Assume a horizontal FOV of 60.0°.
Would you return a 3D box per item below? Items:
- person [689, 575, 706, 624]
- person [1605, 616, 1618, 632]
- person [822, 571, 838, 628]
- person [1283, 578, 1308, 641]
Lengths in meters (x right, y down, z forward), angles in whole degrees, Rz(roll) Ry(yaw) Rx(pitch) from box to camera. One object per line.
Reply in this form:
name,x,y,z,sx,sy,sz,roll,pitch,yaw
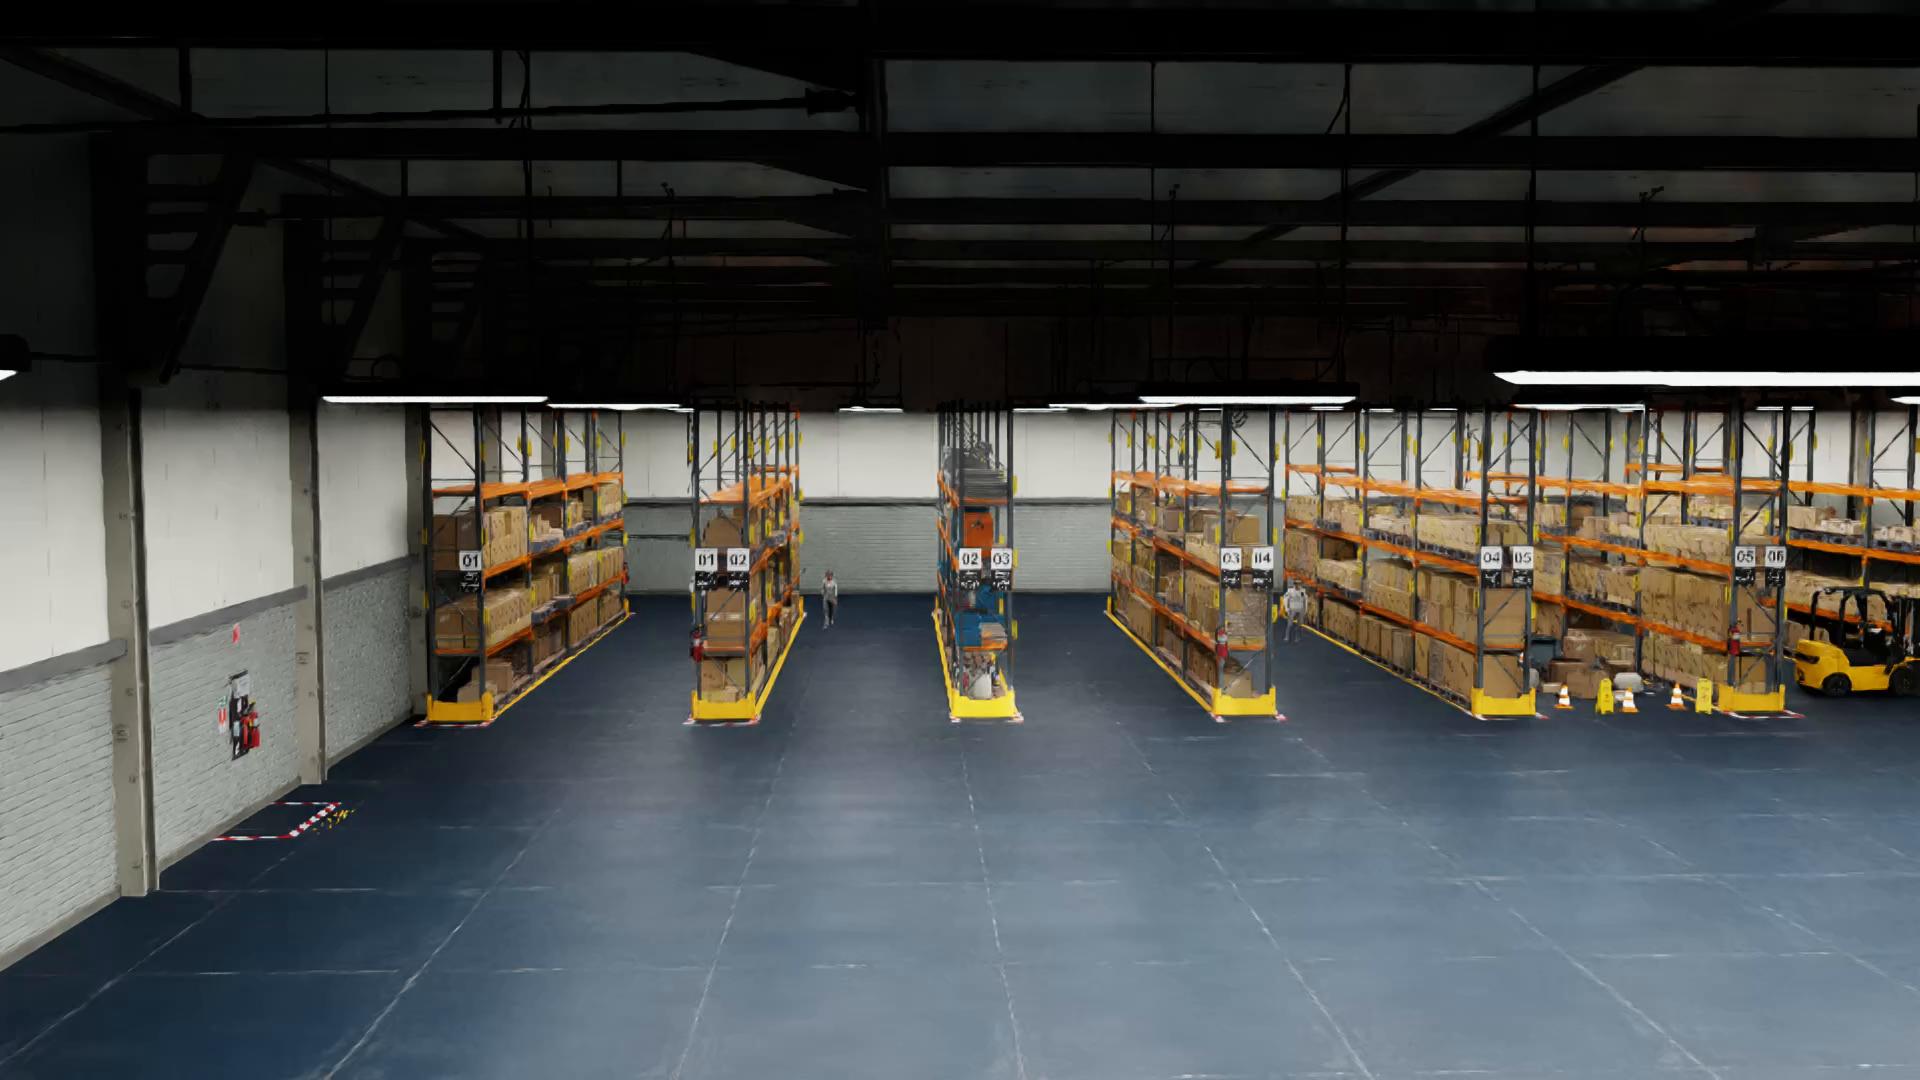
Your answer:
person,-7.039,1.486,45.183,0.639,1.632,0.512,0,4,-4
person,16.739,1.588,42.940,0.580,1.721,0.655,2,5,28
person,-3.486,1.564,44.614,0.415,1.517,1.041,0,4,-5
person,8.440,1.740,41.830,0.639,1.632,0.512,0,4,-4
